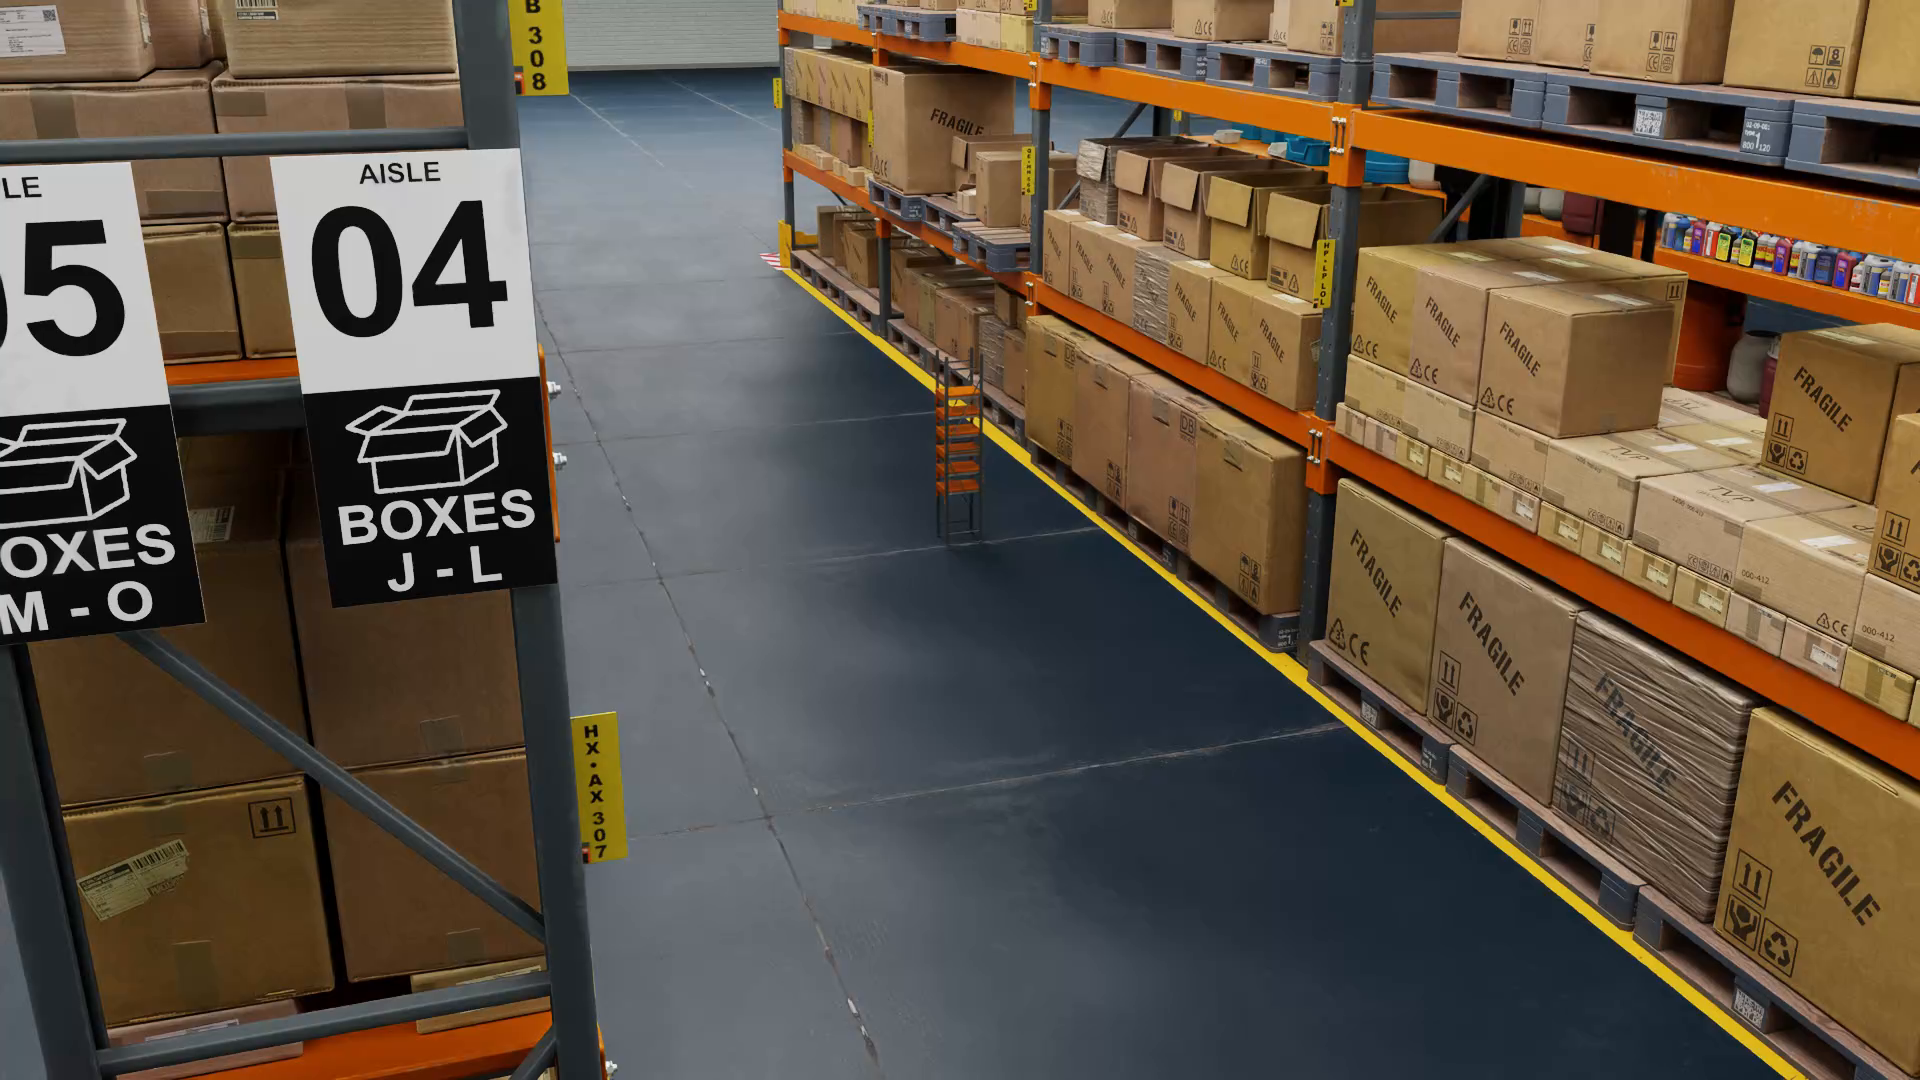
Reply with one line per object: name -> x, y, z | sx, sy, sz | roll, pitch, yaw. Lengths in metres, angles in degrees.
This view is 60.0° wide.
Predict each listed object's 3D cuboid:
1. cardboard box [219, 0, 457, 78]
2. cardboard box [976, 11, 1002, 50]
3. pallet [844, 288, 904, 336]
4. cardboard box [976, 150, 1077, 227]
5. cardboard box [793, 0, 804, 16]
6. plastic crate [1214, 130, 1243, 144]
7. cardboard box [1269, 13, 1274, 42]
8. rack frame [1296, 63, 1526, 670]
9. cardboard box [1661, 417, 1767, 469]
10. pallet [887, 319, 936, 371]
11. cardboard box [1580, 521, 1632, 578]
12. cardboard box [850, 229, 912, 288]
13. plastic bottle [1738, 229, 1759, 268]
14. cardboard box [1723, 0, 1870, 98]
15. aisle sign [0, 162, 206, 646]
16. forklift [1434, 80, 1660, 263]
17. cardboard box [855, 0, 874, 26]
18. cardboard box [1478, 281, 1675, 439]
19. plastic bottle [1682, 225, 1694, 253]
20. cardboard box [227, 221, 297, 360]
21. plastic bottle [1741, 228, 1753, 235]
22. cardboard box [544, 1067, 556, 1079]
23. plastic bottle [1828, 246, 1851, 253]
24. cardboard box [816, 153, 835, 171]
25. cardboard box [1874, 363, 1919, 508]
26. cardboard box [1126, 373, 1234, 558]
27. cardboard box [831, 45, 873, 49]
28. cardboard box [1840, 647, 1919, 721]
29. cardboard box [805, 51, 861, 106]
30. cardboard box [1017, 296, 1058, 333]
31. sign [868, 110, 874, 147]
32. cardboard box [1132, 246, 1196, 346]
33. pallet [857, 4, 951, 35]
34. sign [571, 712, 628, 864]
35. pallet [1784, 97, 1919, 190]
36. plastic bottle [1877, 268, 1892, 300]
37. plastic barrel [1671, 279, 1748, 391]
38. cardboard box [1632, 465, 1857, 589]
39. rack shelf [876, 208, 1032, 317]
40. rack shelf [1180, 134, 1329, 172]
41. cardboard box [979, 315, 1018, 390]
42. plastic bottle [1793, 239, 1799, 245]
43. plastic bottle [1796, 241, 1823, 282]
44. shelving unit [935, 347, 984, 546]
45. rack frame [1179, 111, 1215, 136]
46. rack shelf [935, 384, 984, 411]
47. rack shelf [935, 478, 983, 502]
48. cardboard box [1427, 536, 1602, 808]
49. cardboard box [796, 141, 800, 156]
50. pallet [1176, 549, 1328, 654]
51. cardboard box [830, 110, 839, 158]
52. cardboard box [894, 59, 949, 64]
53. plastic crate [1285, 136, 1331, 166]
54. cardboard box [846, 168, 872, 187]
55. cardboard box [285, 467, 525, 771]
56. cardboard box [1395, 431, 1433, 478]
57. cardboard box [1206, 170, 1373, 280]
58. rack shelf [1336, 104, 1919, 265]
cardboard box -> -1.124, -0.930, 3.024 | 0.380, 0.149, 0.250 | -7, 21, -18
cardboard box -> 0.436, -3.725, 12.135 | 0.500, 0.250, 0.500 | -6, 21, -17
pallet -> -0.515, -2.283, 16.460 | 1.003, 0.211, 1.213 | -6, 21, -17
cardboard box -> 0.509, -2.682, 12.677 | 0.700, 0.500, 0.500 | -3, 20, -9
cardboard box -> -1.453, -5.661, 17.525 | 0.500, 0.250, 0.500 | -7, 21, -18
plastic crate -> 3.150, -4.748, 19.588 | 0.298, 0.136, 0.250 | -6, 21, -17
cardboard box -> 1.919, -2.801, 9.091 | 0.380, 0.149, 0.250 | -7, 21, -19
rack frame -> 2.244, -0.816, 8.251 | 1.000, 3.000, 0.127 | -6, 21, -17
cardboard box -> 3.114, -0.279, 6.539 | 0.500, 0.250, 0.500 | -7, 21, -18
pallet -> -0.024, -1.821, 15.175 | 1.003, 0.211, 1.213 | -6, 21, -17
cardboard box -> 2.597, 0.016, 6.307 | 0.380, 0.149, 0.250 | -6, 21, -16
cardboard box -> -0.815, -2.911, 17.161 | 0.500, 0.500, 0.500 | -8, 21, -22
plastic bottle -> 5.735, -2.128, 12.075 | 0.061, 0.283, 0.133 | -6, 21, -17
cardboard box -> 3.016, -1.751, 5.501 | 0.700, 0.500, 0.500 | -8, 21, -21
aisle sign -> -1.501, -0.206, 2.707 | 0.394, 0.787, 0.004 | -6, 21, -17
forklift -> 3.072, -1.026, 8.937 | 1.130, 2.935, 3.031 | 8, 21, 21
cardboard box -> -0.661, -4.843, 15.247 | 0.500, 0.250, 0.500 | -6, 21, -15
cardboard box -> 2.468, -0.732, 6.690 | 0.500, 0.500, 0.500 | -7, 21, -19
plastic bottle -> 5.559, -2.288, 12.643 | 0.097, 0.201, 0.097 | 0, 20, 0
cardboard box -> -1.137, -0.550, 3.296 | 0.500, 0.250, 0.500 | -6, 21, -15
plastic bottle -> 6.221, -2.487, 13.075 | 0.061, 0.283, 0.133 | -6, 21, -17
cardboard box -> -1.239, 1.452, 4.653 | 0.380, 0.149, 0.250 | -6, 21, -17
plastic bottle -> 6.103, -1.992, 11.599 | 0.144, 0.351, 0.185 | -6, 21, -17
cardboard box -> -1.285, -3.940, 17.321 | 0.380, 0.149, 0.250 | -6, 21, -17
cardboard box -> 3.450, -0.298, 5.481 | 0.500, 0.500, 0.500 | -7, 21, -19
cardboard box -> 1.742, -0.504, 9.904 | 1.225, 0.875, 0.875 | -7, 21, -19
cardboard box -> -1.120, -5.174, 18.318 | 0.500, 0.500, 0.500 | -6, 21, -17
cardboard box -> 2.994, 0.423, 5.173 | 0.380, 0.149, 0.250 | -6, 21, -17
cardboard box -> -1.304, -4.798, 17.269 | 0.500, 0.500, 0.500 | -6, 21, -17
cardboard box -> 0.748, -1.695, 12.636 | 0.500, 0.250, 0.500 | -6, 20, -15
sign -> -0.783, -3.731, 15.085 | 0.100, 0.325, 0.005 | -6, 21, -17
cardboard box -> 1.365, -1.472, 9.929 | 0.500, 0.500, 0.500 | -6, 21, -17
pallet -> -0.177, -4.497, 14.341 | 1.213, 0.211, 1.003 | -6, 21, -17
sign -> -0.724, 0.497, 3.315 | 0.100, 0.325, 0.005 | -6, 21, -17
pallet -> 3.258, -1.139, 4.845 | 1.003, 0.211, 1.213 | -6, 21, -17
plastic bottle -> 6.137, -1.698, 10.999 | 0.097, 0.201, 0.097 | 0, 20, 0
plastic barrel -> 5.859, -1.647, 13.154 | 0.600, 0.830, 0.708 | -6, 21, -17
cardboard box -> 2.778, -0.055, 5.915 | 0.500, 0.250, 0.500 | -7, 21, -19
rack shelf -> 0.358, -2.403, 13.734 | 1.077, 0.370, 4.000 | -6, 21, -17
rack shelf -> 3.803, -4.213, 18.772 | 1.077, 0.370, 4.000 | -6, 21, -17
cardboard box -> 0.571, -1.520, 13.258 | 0.700, 0.500, 0.500 | -8, 21, -22
plastic bottle -> 6.374, -2.305, 12.588 | 0.097, 0.271, 0.097 | 0, 20, 0
plastic bottle -> 5.954, -1.949, 11.590 | 0.152, 0.276, 0.135 | -6, 21, -17
shelving unit -> -0.005, -0.569, 10.227 | 0.258, 1.200, 0.189 | -6, 21, -17
rack frame -> 3.175, -5.193, 20.438 | 1.000, 3.000, 0.127 | -6, 21, -17
rack shelf -> -0.005, -0.866, 10.120 | 0.258, 0.103, 0.180 | -6, 21, -17
rack shelf -> -0.005, -0.302, 10.323 | 0.258, 0.103, 0.180 | -6, 21, -17
cardboard box -> 2.659, 0.495, 7.122 | 0.875, 0.875, 0.875 | -6, 21, -17
cardboard box -> -1.604, -4.350, 18.461 | 0.380, 0.149, 0.250 | -6, 21, -17
pallet -> 1.930, 0.257, 9.390 | 1.003, 0.211, 1.213 | -6, 21, -17
cardboard box -> -0.847, -4.200, 17.085 | 0.875, 0.500, 0.500 | -6, 21, -17
cardboard box -> -0.329, -4.373, 16.086 | 0.500, 0.500, 0.500 | -6, 21, -17
plastic crate -> 3.826, -4.166, 17.798 | 0.499, 0.251, 0.616 | -6, 21, -17
cardboard box -> -0.892, -3.539, 16.204 | 0.380, 0.149, 0.250 | -6, 21, -17
cardboard box -> -1.128, 0.132, 3.544 | 0.500, 0.500, 0.500 | -7, 21, -18
cardboard box -> 2.188, -0.399, 7.461 | 0.380, 0.149, 0.250 | -6, 21, -15
cardboard box -> 1.831, -1.761, 9.250 | 0.797, 0.503, 0.637 | -6, 21, -17
rack shelf -> 2.873, -1.247, 6.079 | 1.077, 0.370, 4.000 | -6, 21, -17
